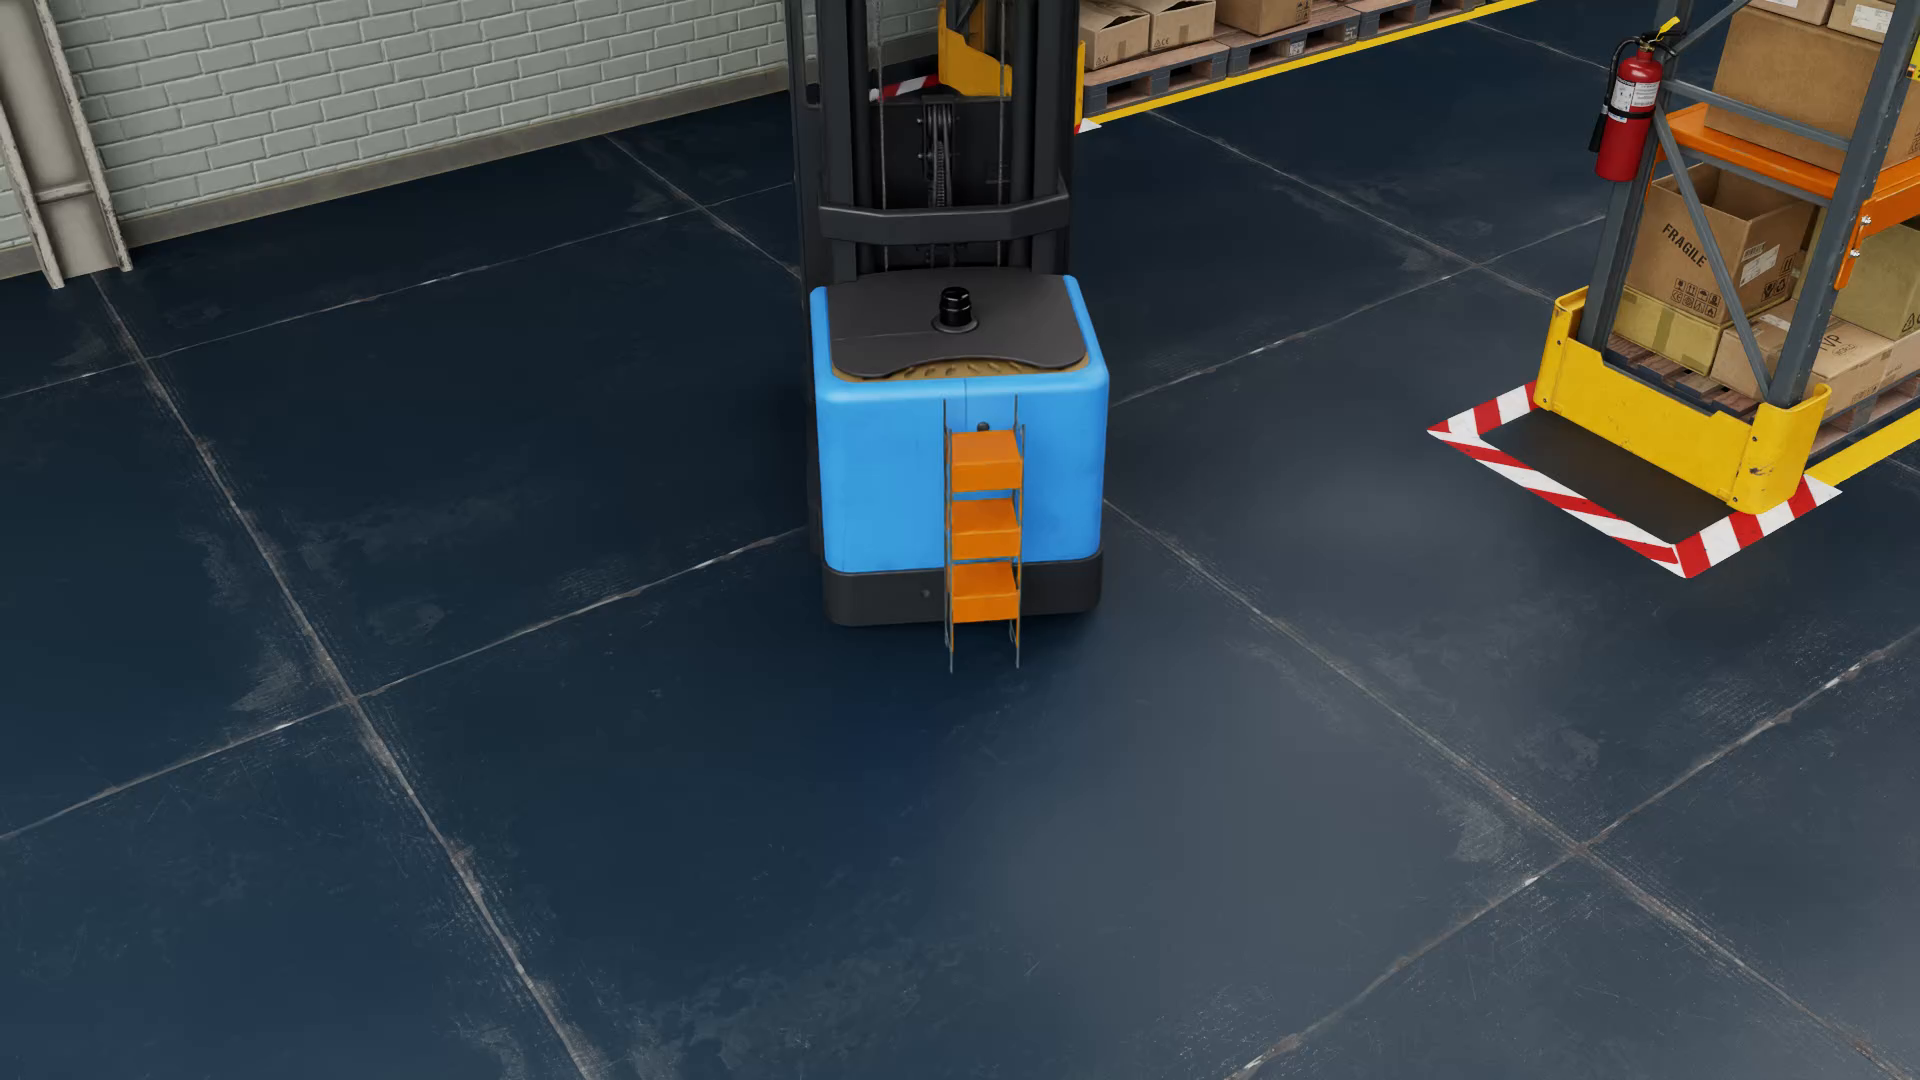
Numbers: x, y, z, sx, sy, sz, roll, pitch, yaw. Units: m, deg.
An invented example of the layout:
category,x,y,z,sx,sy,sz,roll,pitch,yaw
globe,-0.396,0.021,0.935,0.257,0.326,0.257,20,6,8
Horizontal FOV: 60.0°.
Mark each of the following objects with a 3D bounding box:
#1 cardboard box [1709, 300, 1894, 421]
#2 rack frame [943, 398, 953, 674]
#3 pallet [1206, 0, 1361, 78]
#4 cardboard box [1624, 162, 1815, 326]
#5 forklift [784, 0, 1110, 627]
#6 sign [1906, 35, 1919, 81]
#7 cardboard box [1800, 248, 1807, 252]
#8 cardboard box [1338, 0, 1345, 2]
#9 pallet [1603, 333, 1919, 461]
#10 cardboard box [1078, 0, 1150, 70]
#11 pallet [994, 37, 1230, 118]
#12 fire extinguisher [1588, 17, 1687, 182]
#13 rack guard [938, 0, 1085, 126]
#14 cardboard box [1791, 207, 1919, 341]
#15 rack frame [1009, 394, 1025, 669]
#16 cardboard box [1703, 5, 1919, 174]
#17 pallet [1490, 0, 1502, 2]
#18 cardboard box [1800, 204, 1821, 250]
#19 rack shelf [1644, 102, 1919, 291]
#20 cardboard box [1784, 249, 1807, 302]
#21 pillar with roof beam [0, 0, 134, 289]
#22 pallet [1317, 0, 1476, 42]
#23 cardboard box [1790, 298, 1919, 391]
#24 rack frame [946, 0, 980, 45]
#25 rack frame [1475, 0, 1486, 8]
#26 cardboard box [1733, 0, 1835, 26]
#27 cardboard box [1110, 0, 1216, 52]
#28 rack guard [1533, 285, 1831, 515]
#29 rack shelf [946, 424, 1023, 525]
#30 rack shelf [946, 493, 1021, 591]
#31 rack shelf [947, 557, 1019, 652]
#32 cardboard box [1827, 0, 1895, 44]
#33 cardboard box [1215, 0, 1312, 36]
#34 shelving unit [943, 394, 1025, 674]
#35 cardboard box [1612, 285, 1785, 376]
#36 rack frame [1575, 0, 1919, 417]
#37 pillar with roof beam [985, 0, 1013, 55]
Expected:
category,x,y,z,sx,sy,sz,roll,pitch,yaw
cardboard box,3.670,-0.781,7.262,0.500,0.250,0.500,-22,41,-28
rack frame,-0.042,0.006,5.843,0.008,1.050,0.200,-4,36,-5
pallet,1.990,-3.573,11.537,1.213,0.211,1.003,-22,41,-28
cardboard box,3.370,-1.333,7.388,0.500,0.500,0.500,-22,41,-28
forklift,-0.128,-1.714,6.622,1.130,2.935,3.031,-3,36,-5
sign,3.418,-1.769,5.831,0.005,0.325,0.100,-22,41,-28
cardboard box,4.181,-1.371,8.082,0.500,0.250,0.500,-22,41,-28
cardboard box,2.691,-4.156,11.724,0.500,0.500,0.500,-26,43,-31
pallet,3.705,-0.797,7.678,1.213,0.211,1.003,-22,41,-28
cardboard box,0.864,-3.292,10.684,0.500,0.311,0.500,-28,44,-33
pallet,0.993,-3.165,10.970,1.213,0.211,1.003,-22,41,-28
fire extinguisher,2.739,-1.803,6.754,0.183,0.674,0.296,-22,41,-28
rack guard,0.309,-3.026,10.529,0.348,0.500,1.175,-22,41,-28
cardboard box,4.078,-1.254,7.278,0.500,0.500,0.500,-22,41,-28
rack frame,0.201,-0.011,5.866,0.008,1.050,0.200,-4,36,-5
cardboard box,3.493,-1.844,6.659,0.500,0.500,0.700,-22,41,-28
pallet,4.152,-4.491,12.814,1.213,0.211,1.003,-22,41,-28
cardboard box,4.179,-1.677,7.865,0.500,0.500,0.500,-22,41,-28
rack shelf,4.738,-2.033,7.624,4.000,0.370,1.077,-22,41,-28
cardboard box,3.773,-1.202,7.847,0.500,0.250,0.500,-22,41,-28
pillar with roof beam,-2.104,-3.026,3.251,0.400,9.000,9.100,-22,41,-28
pallet,2.988,-3.986,12.111,1.213,0.211,1.003,-22,41,-28
cardboard box,4.077,-0.951,7.498,0.500,0.250,0.500,-22,41,-28
rack frame,0.247,-4.015,9.764,0.127,3.000,1.000,-22,41,-28
rack frame,3.516,-5.361,11.634,0.127,3.000,1.000,-22,41,-28
cardboard box,3.306,-2.176,6.565,0.250,0.149,0.380,-23,42,-29
cardboard box,1.330,-3.484,10.951,0.500,0.311,0.500,-19,40,-24
rack guard,3.084,-0.629,7.197,0.348,0.500,1.175,-22,41,-28
rack shelf,0.079,-0.224,5.695,0.240,0.259,0.215,-4,36,-5
rack shelf,0.079,0.006,5.861,0.240,0.259,0.215,-4,36,-5
rack shelf,0.079,0.232,6.023,0.240,0.259,0.215,-4,36,-5
cardboard box,3.548,-1.985,6.300,0.250,0.149,0.380,-23,41,-28
cardboard box,1.959,-3.783,11.206,0.500,0.500,0.700,-25,43,-31
shelving unit,0.079,-0.003,5.855,0.252,1.050,0.215,-4,36,-5
cardboard box,3.372,-1.028,7.605,0.500,0.250,0.500,-22,41,-28
rack frame,3.104,-1.652,6.478,0.127,3.000,1.000,-22,41,-28
pillar with roof beam,2.801,-5.044,6.057,0.400,9.000,9.100,-22,41,-28
